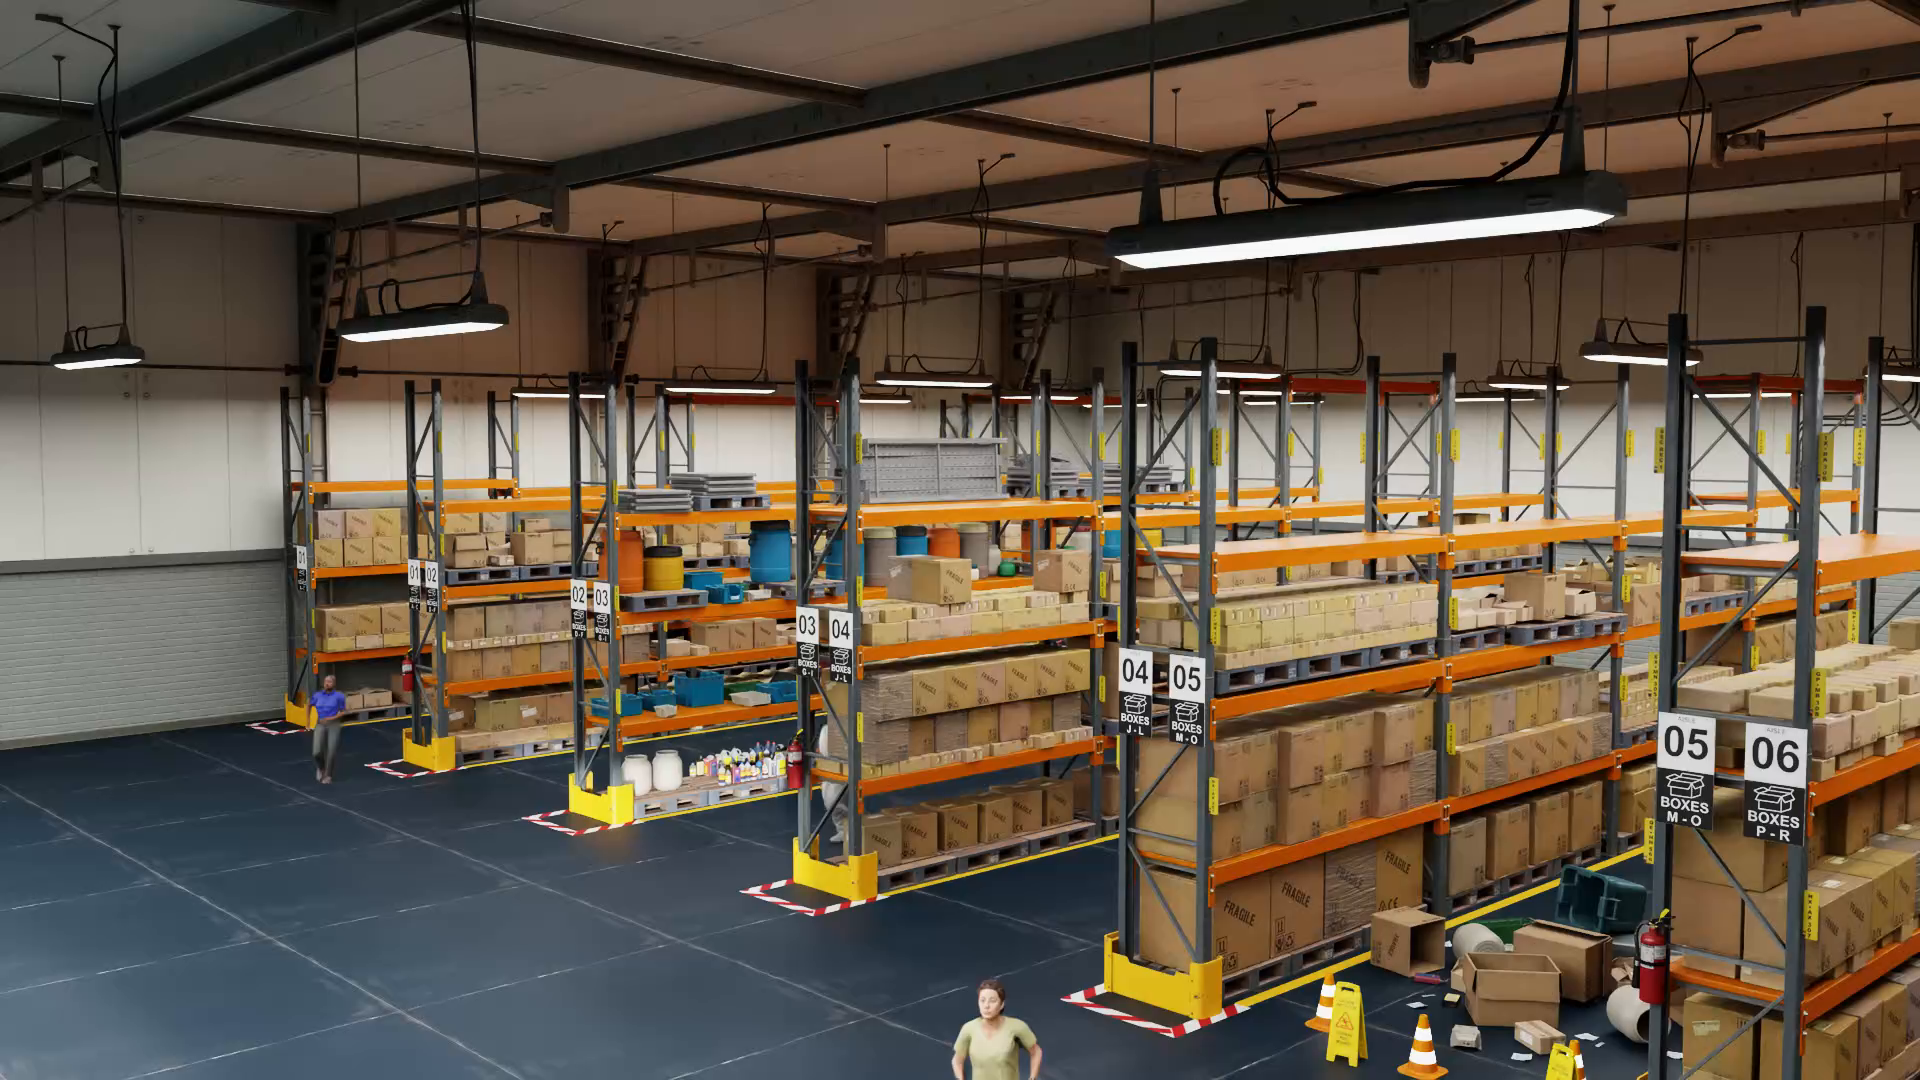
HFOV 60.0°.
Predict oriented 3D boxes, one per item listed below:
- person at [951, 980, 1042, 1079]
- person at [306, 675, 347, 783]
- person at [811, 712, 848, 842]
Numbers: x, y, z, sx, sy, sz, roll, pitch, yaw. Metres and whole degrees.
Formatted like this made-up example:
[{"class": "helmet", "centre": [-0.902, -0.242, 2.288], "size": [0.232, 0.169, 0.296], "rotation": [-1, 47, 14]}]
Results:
[{"class": "person", "centre": [0.222, 3.668, 10.743], "size": [0.586, 1.632, 0.478], "rotation": [1, 4, 8]}, {"class": "person", "centre": [-9.343, 2.837, 24.500], "size": [0.583, 1.518, 0.550], "rotation": [-1, 4, -14]}, {"class": "person", "centre": [-1.603, 2.944, 20.954], "size": [0.681, 1.741, 0.571], "rotation": [3, 5, 40]}]
